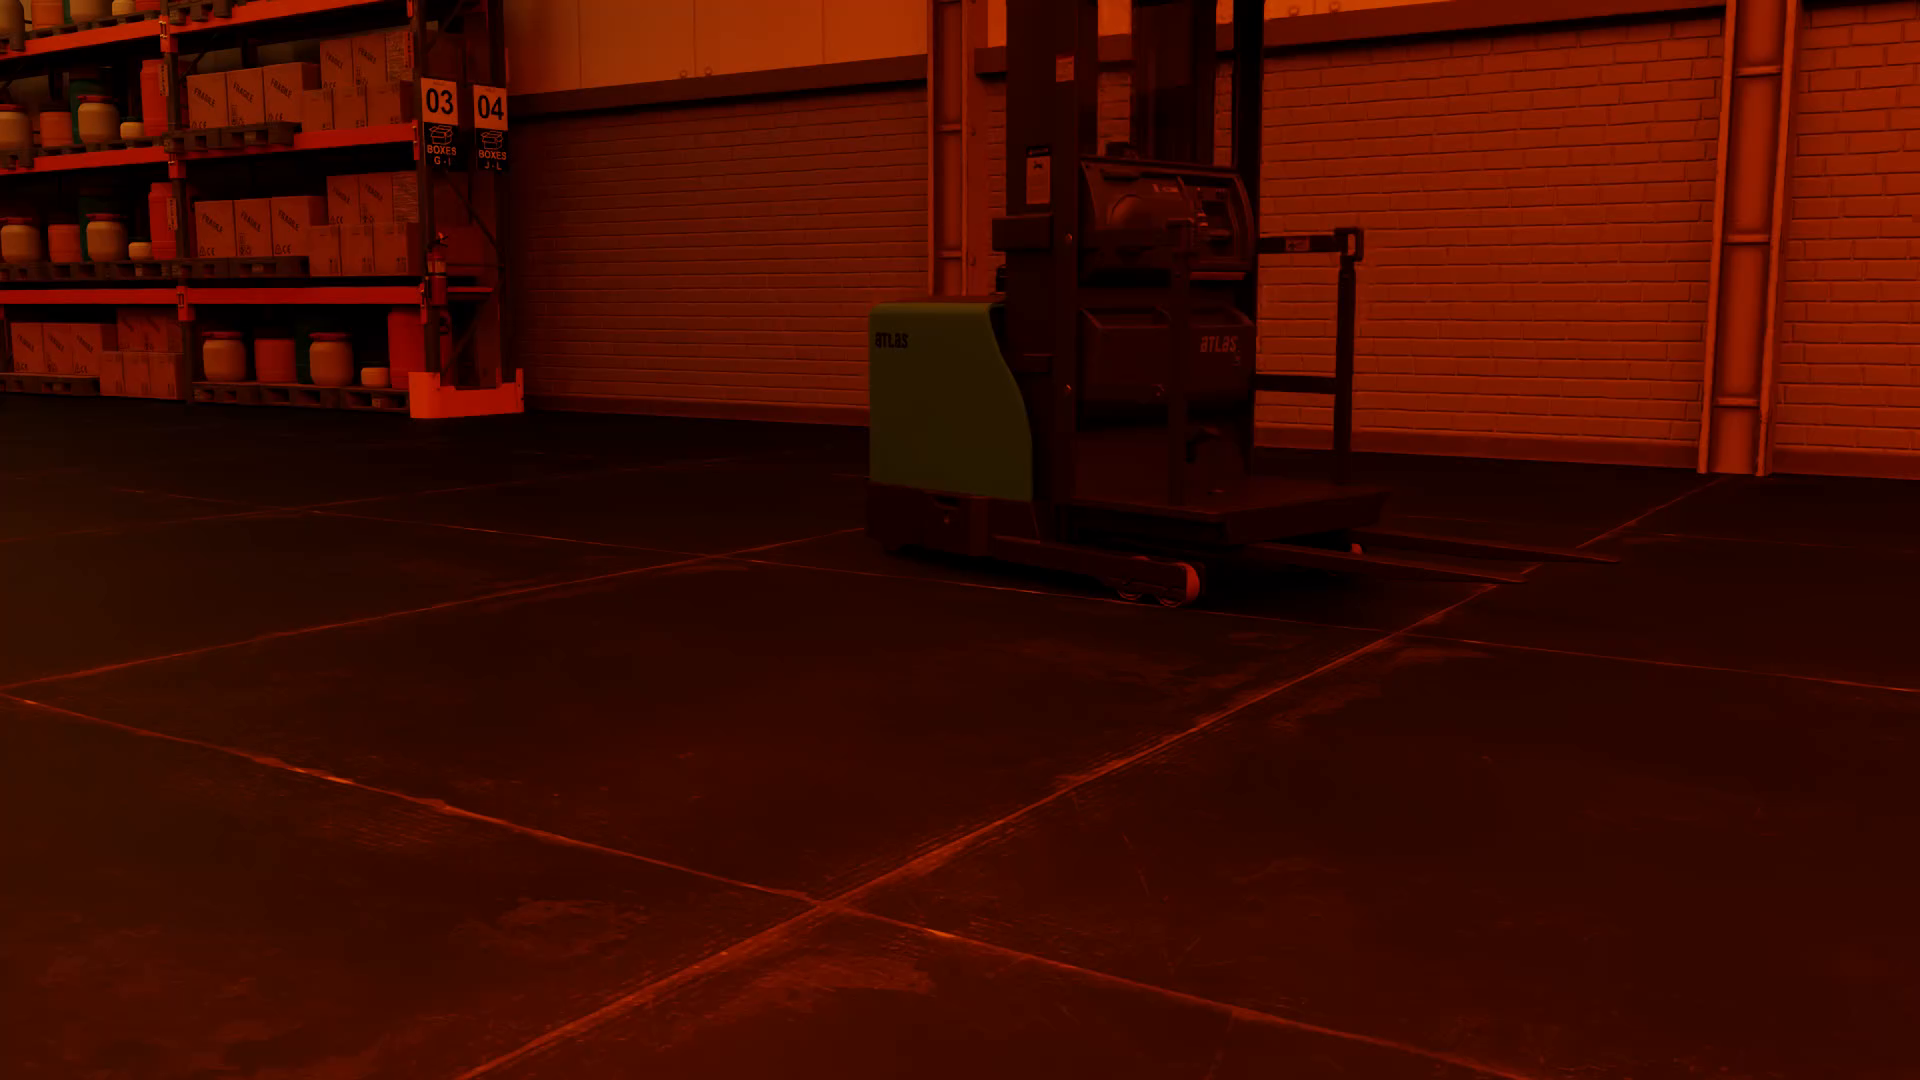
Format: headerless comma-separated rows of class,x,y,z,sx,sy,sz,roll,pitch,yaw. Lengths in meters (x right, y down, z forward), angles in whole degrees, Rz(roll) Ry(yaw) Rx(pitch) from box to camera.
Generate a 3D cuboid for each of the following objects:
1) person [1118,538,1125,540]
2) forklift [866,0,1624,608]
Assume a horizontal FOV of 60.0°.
person,0.743,-0.830,7.782,0.799,1.626,0.539,7,11,42
forklift,0.955,-1.290,6.263,1.130,2.935,3.031,-7,11,-42
